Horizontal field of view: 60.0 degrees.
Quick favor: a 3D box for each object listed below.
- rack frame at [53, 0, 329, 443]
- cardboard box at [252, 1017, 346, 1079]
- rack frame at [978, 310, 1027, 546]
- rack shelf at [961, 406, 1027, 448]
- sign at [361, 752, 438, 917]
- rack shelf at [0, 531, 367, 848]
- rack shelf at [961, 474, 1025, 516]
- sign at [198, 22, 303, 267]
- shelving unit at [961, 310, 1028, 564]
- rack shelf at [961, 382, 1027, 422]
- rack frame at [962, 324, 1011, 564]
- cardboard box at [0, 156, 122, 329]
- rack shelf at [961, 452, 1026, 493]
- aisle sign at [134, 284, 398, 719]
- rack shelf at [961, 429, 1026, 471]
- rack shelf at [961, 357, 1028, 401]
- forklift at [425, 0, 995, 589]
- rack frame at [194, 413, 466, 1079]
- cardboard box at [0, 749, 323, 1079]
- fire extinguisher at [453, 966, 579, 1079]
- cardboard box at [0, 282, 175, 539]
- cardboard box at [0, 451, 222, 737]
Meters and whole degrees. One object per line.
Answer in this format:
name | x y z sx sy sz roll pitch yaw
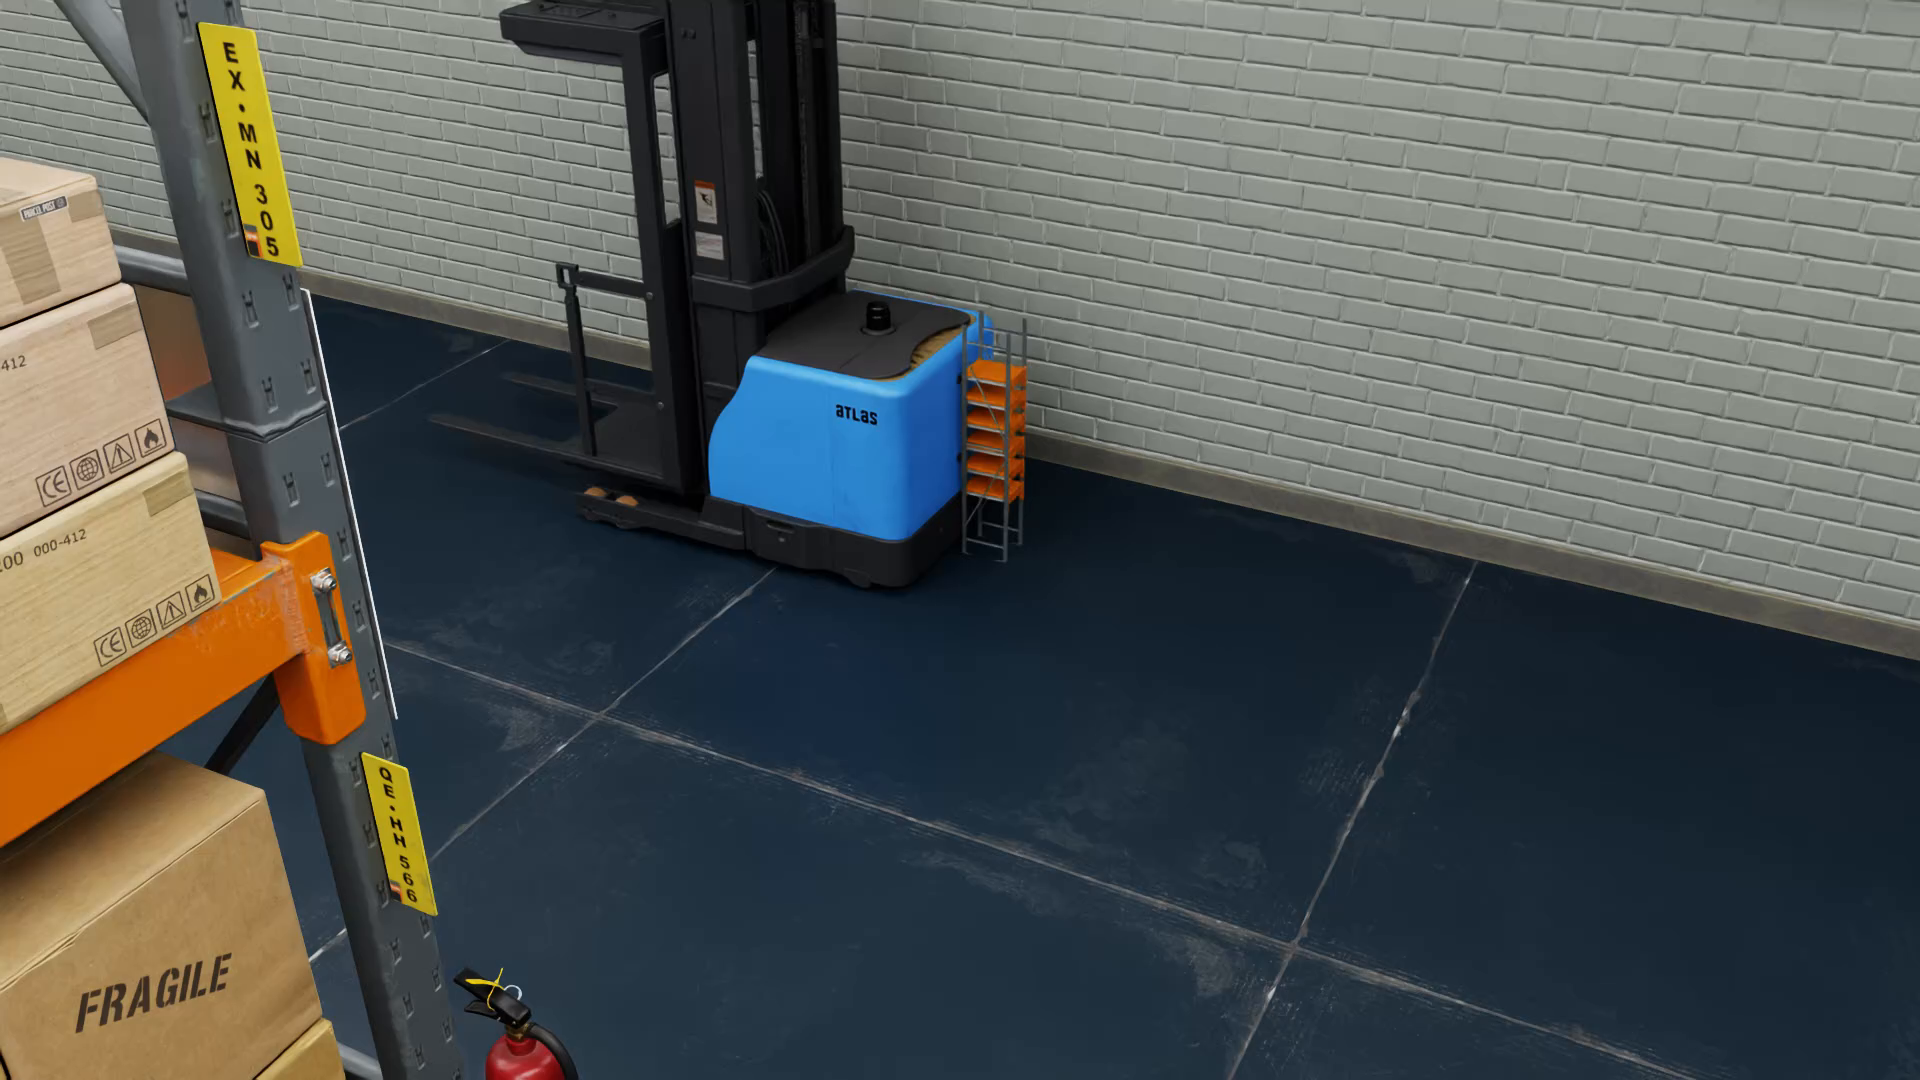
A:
rack frame | -1.451 -1.586 1.976 1.000 3.000 0.127 14 33 23
cardboard box | -1.426 1.101 2.922 0.500 0.500 0.500 15 33 24
rack frame | 0.198 -0.515 7.942 0.240 1.200 0.006 13 32 22
rack shelf | 0.159 -0.539 7.833 0.258 0.103 0.180 13 32 22
sign | -0.966 0.511 2.868 0.100 0.325 0.005 14 33 23
rack shelf | -2.362 0.913 1.358 1.077 0.370 4.000 14 33 23
rack shelf | 0.159 -0.227 8.012 0.258 0.103 0.180 13 32 22
sign | -0.966 -0.535 2.268 0.100 0.325 0.005 14 33 23
shelving unit | 0.159 -0.474 7.870 0.258 1.200 0.189 13 32 22
rack shelf | 0.159 -0.643 7.773 0.258 0.103 0.180 13 32 22
rack frame | 0.120 -0.433 7.799 0.240 1.200 0.006 13 32 22
cardboard box | -1.340 -0.396 2.164 0.380 0.149 0.250 14 33 23
rack shelf | 0.159 -0.331 7.952 0.258 0.103 0.180 13 32 22
aisle sign | -1.150 -0.076 2.760 0.394 0.787 0.004 14 33 23
rack shelf | 0.159 -0.435 7.892 0.258 0.103 0.180 13 32 22
rack shelf | 0.159 -0.747 7.713 0.258 0.103 0.180 13 32 22
forklift | -1.376 -1.543 7.994 3.031 2.935 1.130 14 33 23
rack frame | -1.451 1.015 3.470 1.000 3.000 0.127 14 33 23
cardboard box | -1.438 0.669 2.670 0.500 0.500 0.500 14 33 22
fire extinguisher | -0.925 1.204 3.594 0.296 0.674 0.183 14 33 23
cardboard box | -1.434 -0.175 2.180 0.500 0.250 0.500 13 32 22
cardboard box | -1.422 0.041 2.305 0.500 0.250 0.500 14 33 22
